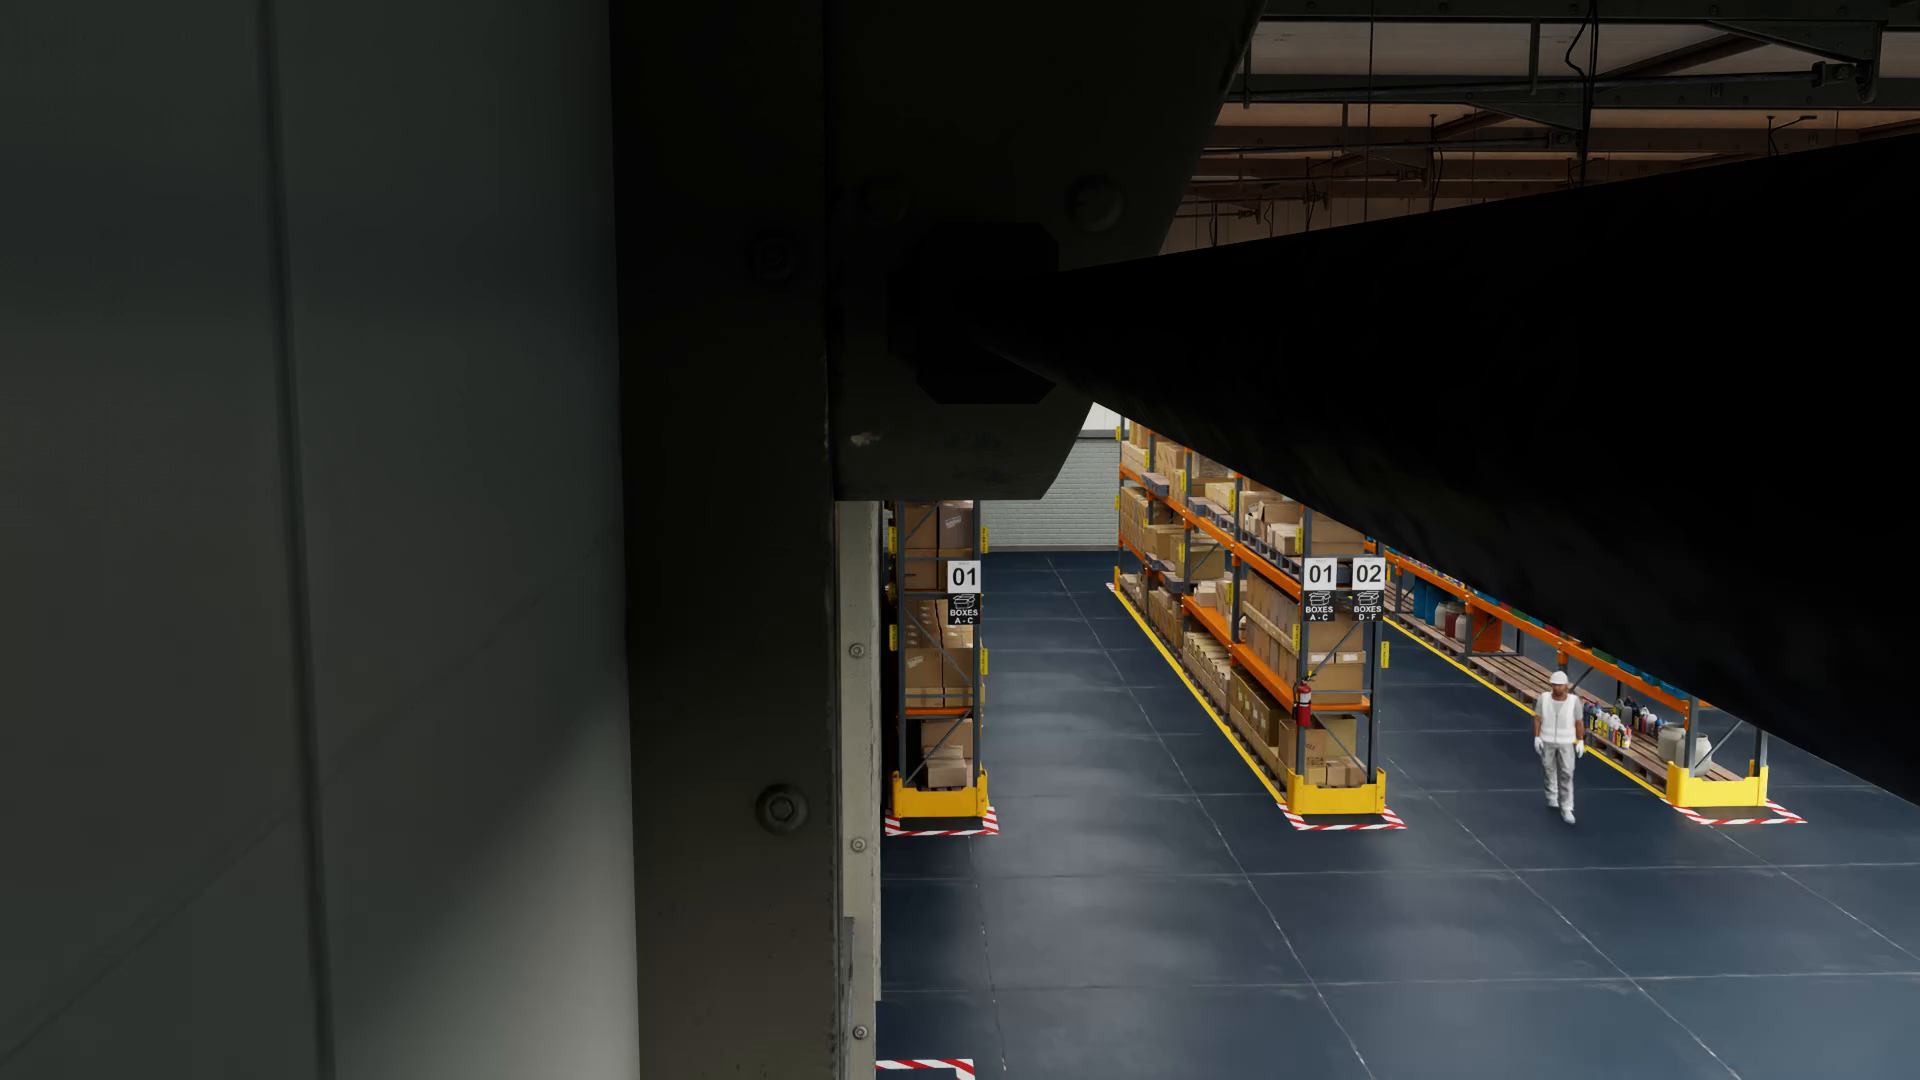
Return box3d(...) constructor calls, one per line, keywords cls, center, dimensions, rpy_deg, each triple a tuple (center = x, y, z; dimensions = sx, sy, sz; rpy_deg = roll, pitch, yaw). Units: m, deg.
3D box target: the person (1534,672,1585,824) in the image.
box3d(cls="person", center=(7.375, 2.507, 20.506), dimensions=(0.600, 1.761, 0.832), rpy_deg=(4, 9, 26))
